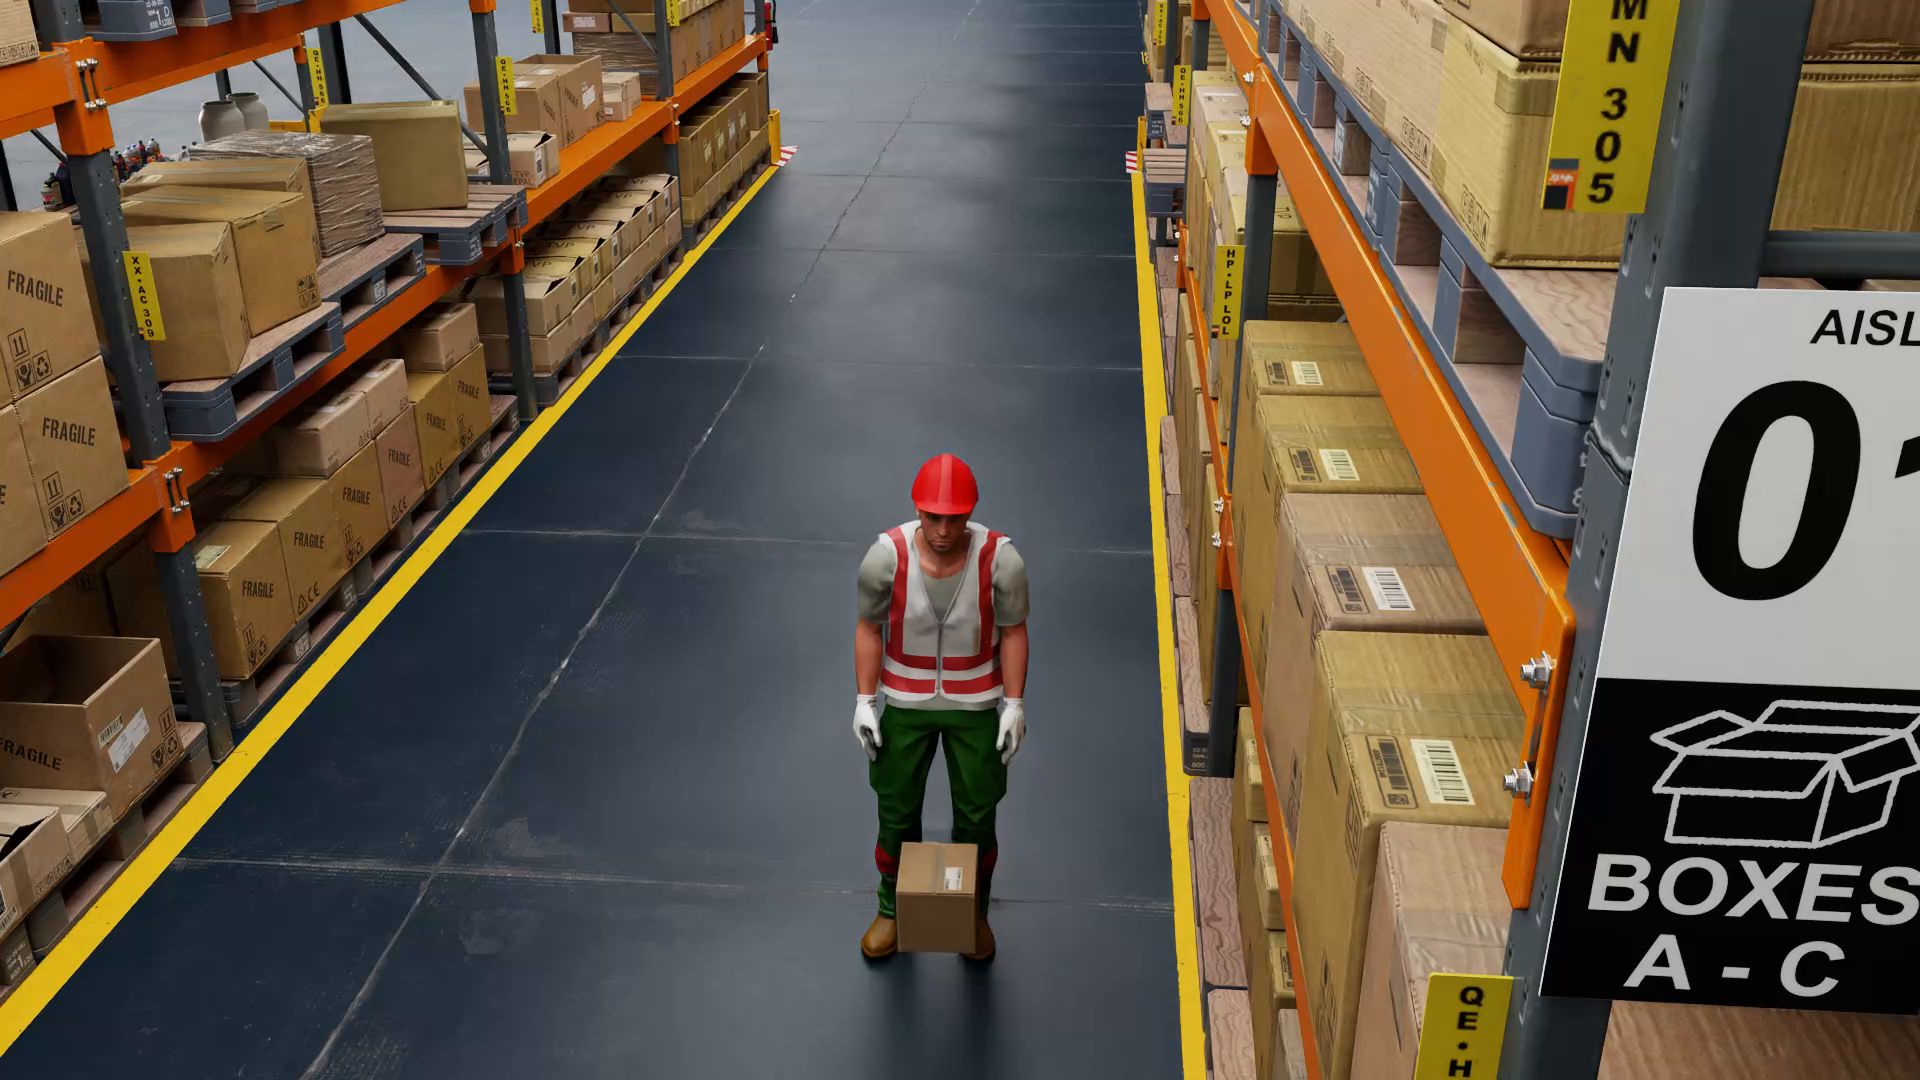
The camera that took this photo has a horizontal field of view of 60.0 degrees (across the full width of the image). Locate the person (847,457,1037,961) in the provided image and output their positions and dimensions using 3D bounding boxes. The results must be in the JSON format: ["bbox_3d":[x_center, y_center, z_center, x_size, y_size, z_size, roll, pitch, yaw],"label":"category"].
[{"bbox_3d":[-0.057,0.549,5.371,0.616,1.778,0.453,0,24,1],"label":"person"}]
